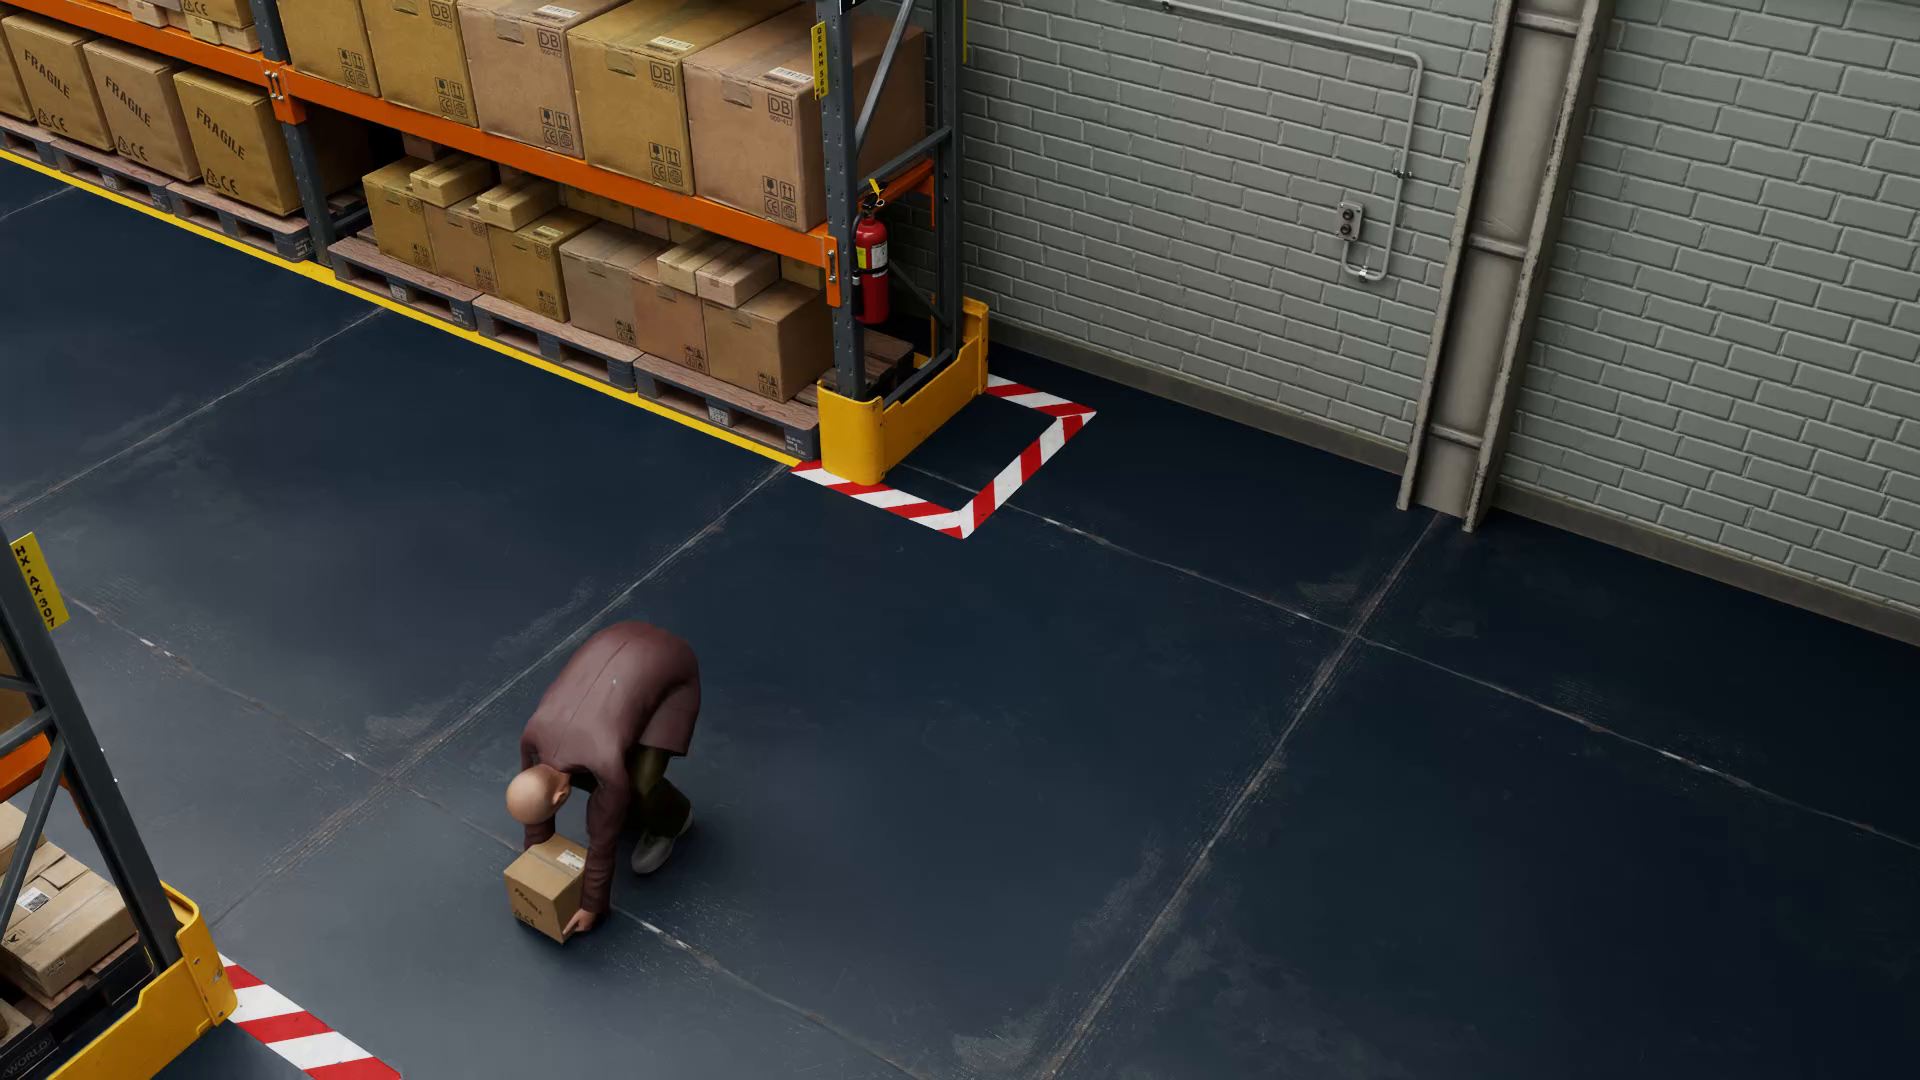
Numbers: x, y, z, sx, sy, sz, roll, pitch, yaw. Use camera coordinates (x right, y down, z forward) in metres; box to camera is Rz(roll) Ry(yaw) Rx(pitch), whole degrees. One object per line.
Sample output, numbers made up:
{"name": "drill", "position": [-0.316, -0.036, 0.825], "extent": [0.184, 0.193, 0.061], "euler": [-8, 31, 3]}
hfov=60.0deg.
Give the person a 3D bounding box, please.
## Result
{"name": "person", "position": [-1.332, 0.854, 6.265], "extent": [0.586, 0.952, 0.945], "euler": [19, 42, 23]}
